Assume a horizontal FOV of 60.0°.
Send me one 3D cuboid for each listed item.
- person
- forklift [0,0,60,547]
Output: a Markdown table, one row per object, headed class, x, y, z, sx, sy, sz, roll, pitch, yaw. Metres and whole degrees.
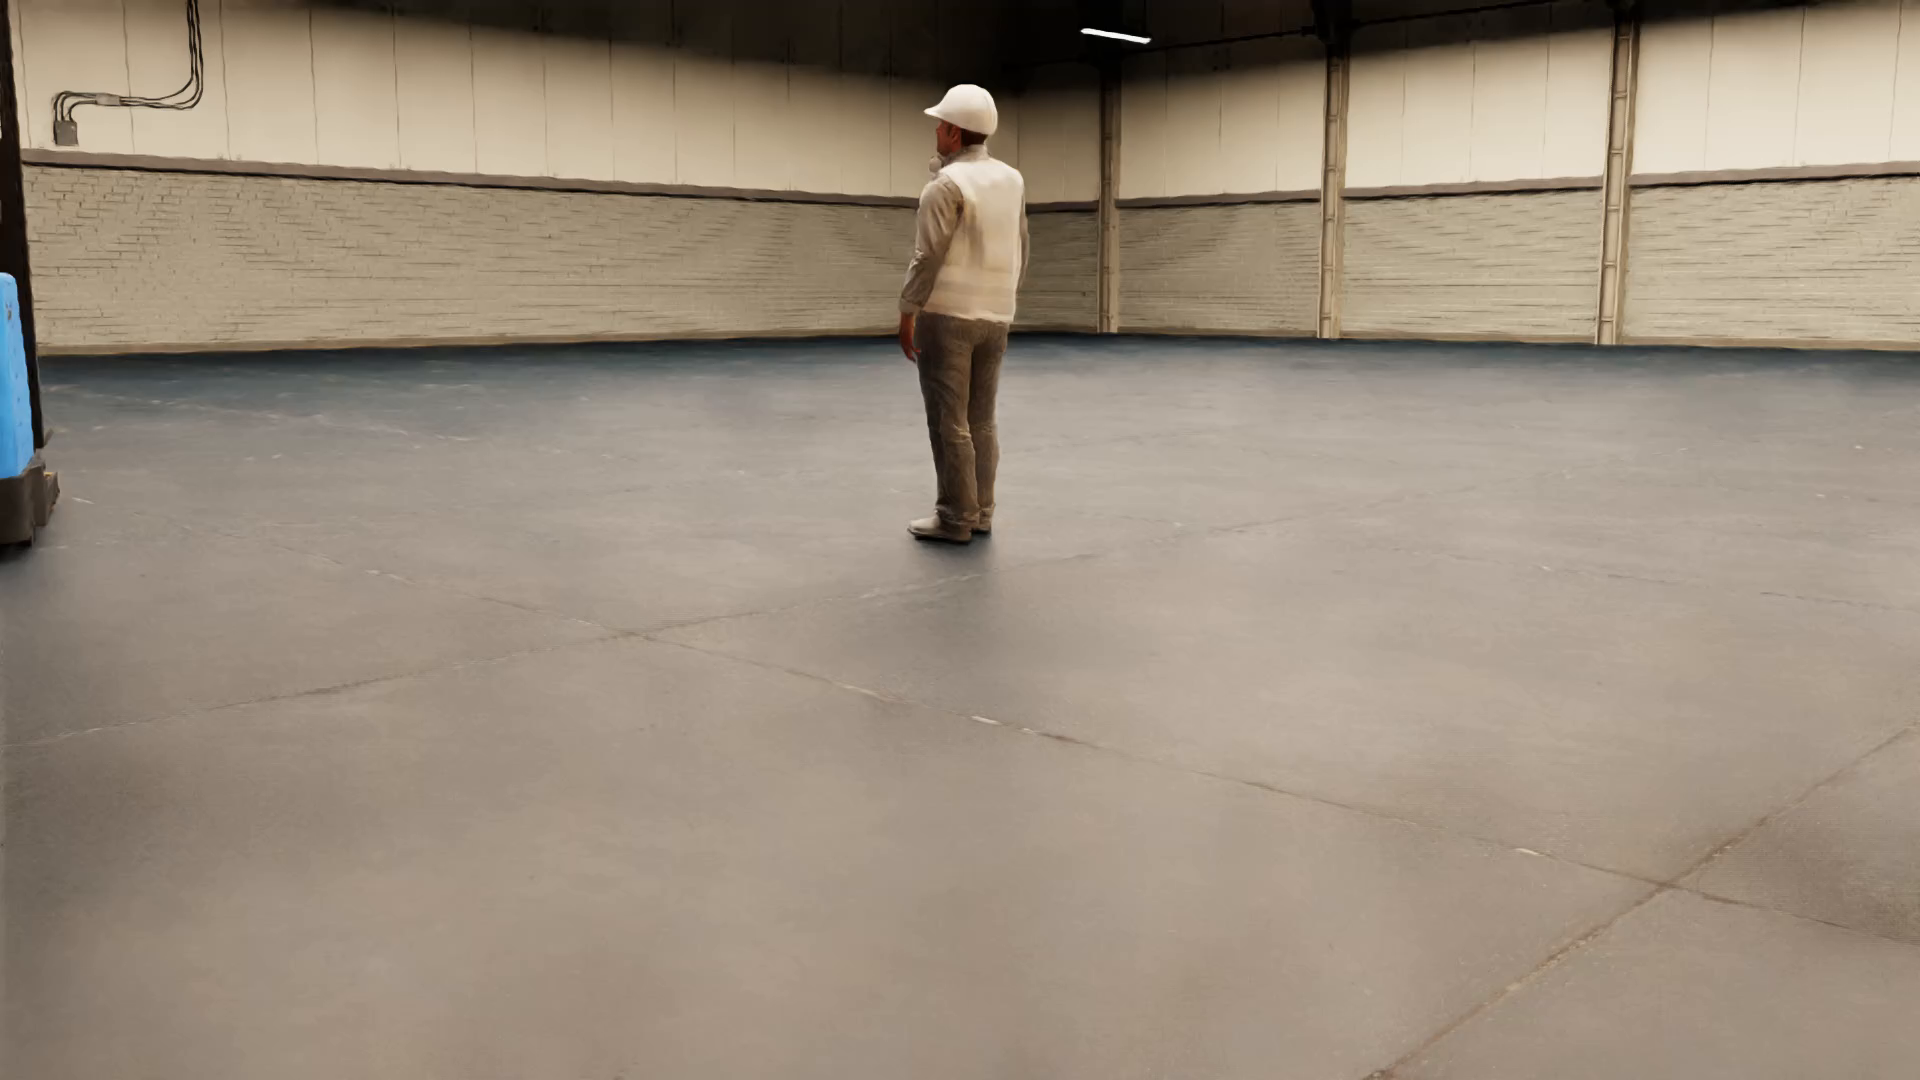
| class | x | y | z | sx | sy | sz | roll | pitch | yaw |
| --- | --- | --- | --- | --- | --- | --- | --- | --- | --- |
| person | -0.039 | -0.892 | 6.633 | 0.567 | 1.773 | 0.632 | 8 | 12 | 43 |
| forklift | -4.593 | -1.536 | 7.078 | 1.130 | 2.935 | 3.031 | -4 | 10 | -26 |
